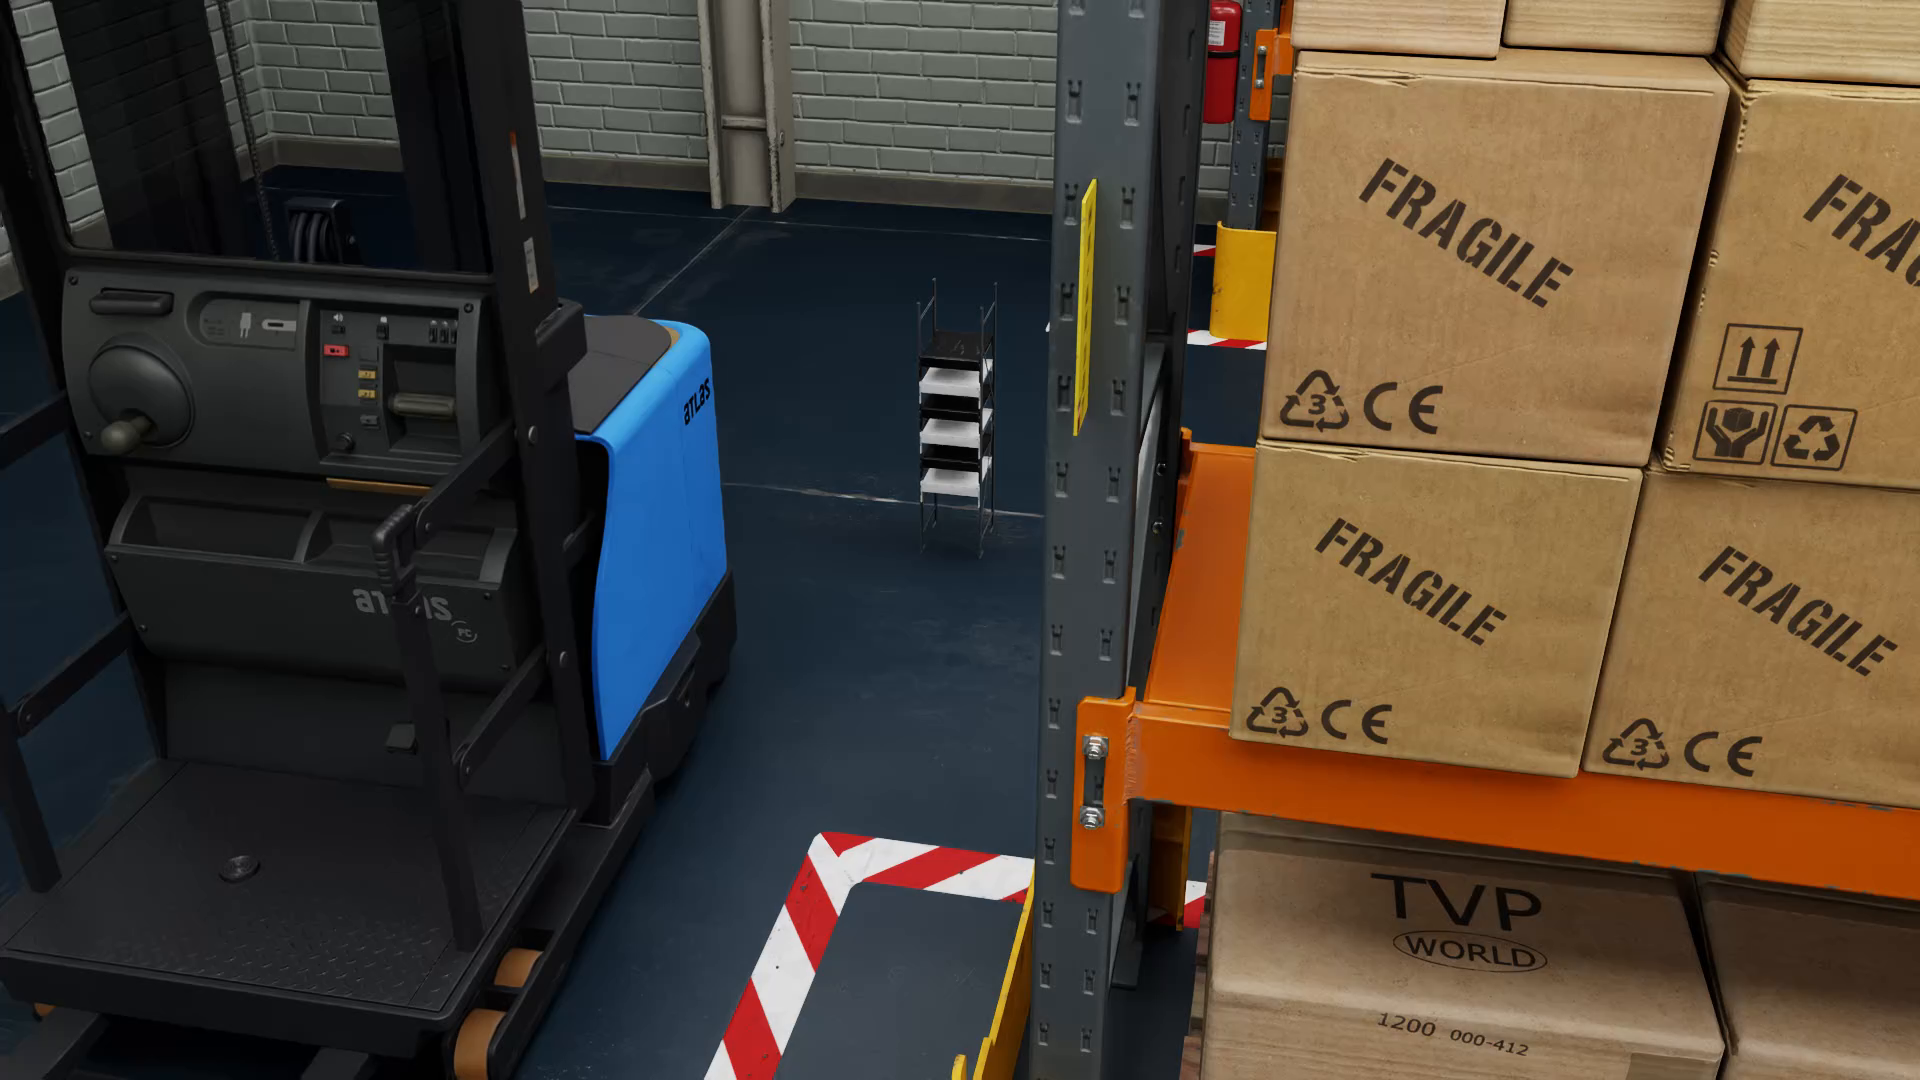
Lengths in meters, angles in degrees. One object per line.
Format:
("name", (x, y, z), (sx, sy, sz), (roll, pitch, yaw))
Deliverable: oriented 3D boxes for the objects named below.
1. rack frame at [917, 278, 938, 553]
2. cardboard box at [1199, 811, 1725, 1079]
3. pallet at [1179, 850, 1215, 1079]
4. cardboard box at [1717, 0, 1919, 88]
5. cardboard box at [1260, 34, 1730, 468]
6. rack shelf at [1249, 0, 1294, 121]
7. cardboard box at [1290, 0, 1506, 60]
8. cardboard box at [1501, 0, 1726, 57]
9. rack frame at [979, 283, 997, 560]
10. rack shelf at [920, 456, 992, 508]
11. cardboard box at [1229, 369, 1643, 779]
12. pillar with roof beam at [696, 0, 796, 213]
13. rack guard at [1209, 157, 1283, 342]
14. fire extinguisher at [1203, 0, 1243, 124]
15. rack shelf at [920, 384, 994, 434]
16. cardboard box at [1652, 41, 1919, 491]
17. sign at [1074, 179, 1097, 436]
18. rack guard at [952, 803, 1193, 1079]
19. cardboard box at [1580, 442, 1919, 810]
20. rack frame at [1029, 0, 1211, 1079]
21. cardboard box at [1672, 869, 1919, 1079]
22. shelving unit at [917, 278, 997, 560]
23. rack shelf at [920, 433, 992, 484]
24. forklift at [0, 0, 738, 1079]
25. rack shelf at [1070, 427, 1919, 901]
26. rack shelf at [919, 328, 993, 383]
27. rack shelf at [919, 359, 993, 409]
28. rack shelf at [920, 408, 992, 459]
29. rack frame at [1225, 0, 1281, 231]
("rack frame", (-0.107, -0.406, 5.554), (0.006, 0.900, 0.240), (6, 29, 11))
("cardboard box", (0.953, 0.809, 3.379), (0.875, 0.438, 0.875), (5, 29, 9))
("pallet", (1.085, 1.117, 3.490), (1.213, 0.211, 1.003), (6, 29, 11))
("cardboard box", (1.078, -0.678, 2.044), (0.250, 0.149, 0.380), (7, 29, 12))
("cardboard box", (0.697, -0.450, 2.303), (0.500, 0.500, 0.500), (5, 29, 9))
("rack shelf", (3.276, -1.965, 6.964), (4.000, 0.370, 1.077), (6, 29, 11))
("cardboard box", (0.576, -0.751, 2.177), (0.250, 0.149, 0.380), (6, 29, 12))
("cardboard box", (0.847, -0.758, 2.190), (0.250, 0.149, 0.380), (7, 29, 12))
("rack frame", (0.091, -0.385, 5.517), (0.006, 0.900, 0.240), (6, 29, 11))
("rack shelf", (-0.008, -0.208, 5.638), (0.200, 0.077, 0.258), (6, 29, 11))
("cardboard box", (0.696, -0.010, 2.541), (0.500, 0.500, 0.500), (6, 29, 10))
("pillar with roof beam", (-2.028, -3.784, 3.292), (0.400, 9.000, 9.100), (6, 29, 11))
("rack guard", (1.394, -1.377, 7.744), (0.348, 0.500, 1.175), (6, 29, 11))
("fire extinguisher", (1.079, -2.081, 6.897), (0.183, 0.674, 0.296), (6, 29, 11))
("rack shelf", (-0.008, -0.445, 5.508), (0.200, 0.077, 0.258), (6, 29, 11))
("cardboard box", (1.204, -0.401, 2.214), (0.500, 0.500, 0.500), (5, 29, 9))
("sign", (0.165, -0.304, 2.198), (0.005, 0.325, 0.100), (6, 29, 11))
("rack guard", (0.263, 0.945, 3.504), (0.348, 0.500, 1.175), (6, 29, 11))
("cardboard box", (1.197, 0.027, 2.472), (0.500, 0.500, 0.500), (5, 29, 10))
("rack frame", (0.287, -0.149, 2.899), (0.127, 3.000, 1.000), (6, 29, 11))
("cardboard box", (1.850, 0.897, 3.218), (0.875, 0.438, 0.875), (7, 29, 12))
("shelving unit", (-0.008, -0.396, 5.535), (0.210, 0.900, 0.258), (6, 29, 11))
("rack shelf", (-0.008, -0.287, 5.595), (0.200, 0.077, 0.258), (6, 29, 11))
("forklift", (-1.457, -0.298, 3.243), (1.130, 2.935, 3.031), (5, 29, 9))
("rack shelf", (2.243, 0.367, 2.706), (4.000, 0.370, 1.077), (6, 29, 11))
("rack shelf", (-0.008, -0.603, 5.422), (0.200, 0.077, 0.258), (6, 29, 11))
("rack shelf", (-0.008, -0.524, 5.465), (0.200, 0.077, 0.258), (6, 29, 11))
("rack shelf", (-0.008, -0.366, 5.551), (0.200, 0.077, 0.258), (6, 29, 11))
("rack frame", (1.320, -2.481, 7.158), (0.127, 3.000, 1.000), (6, 29, 11))
